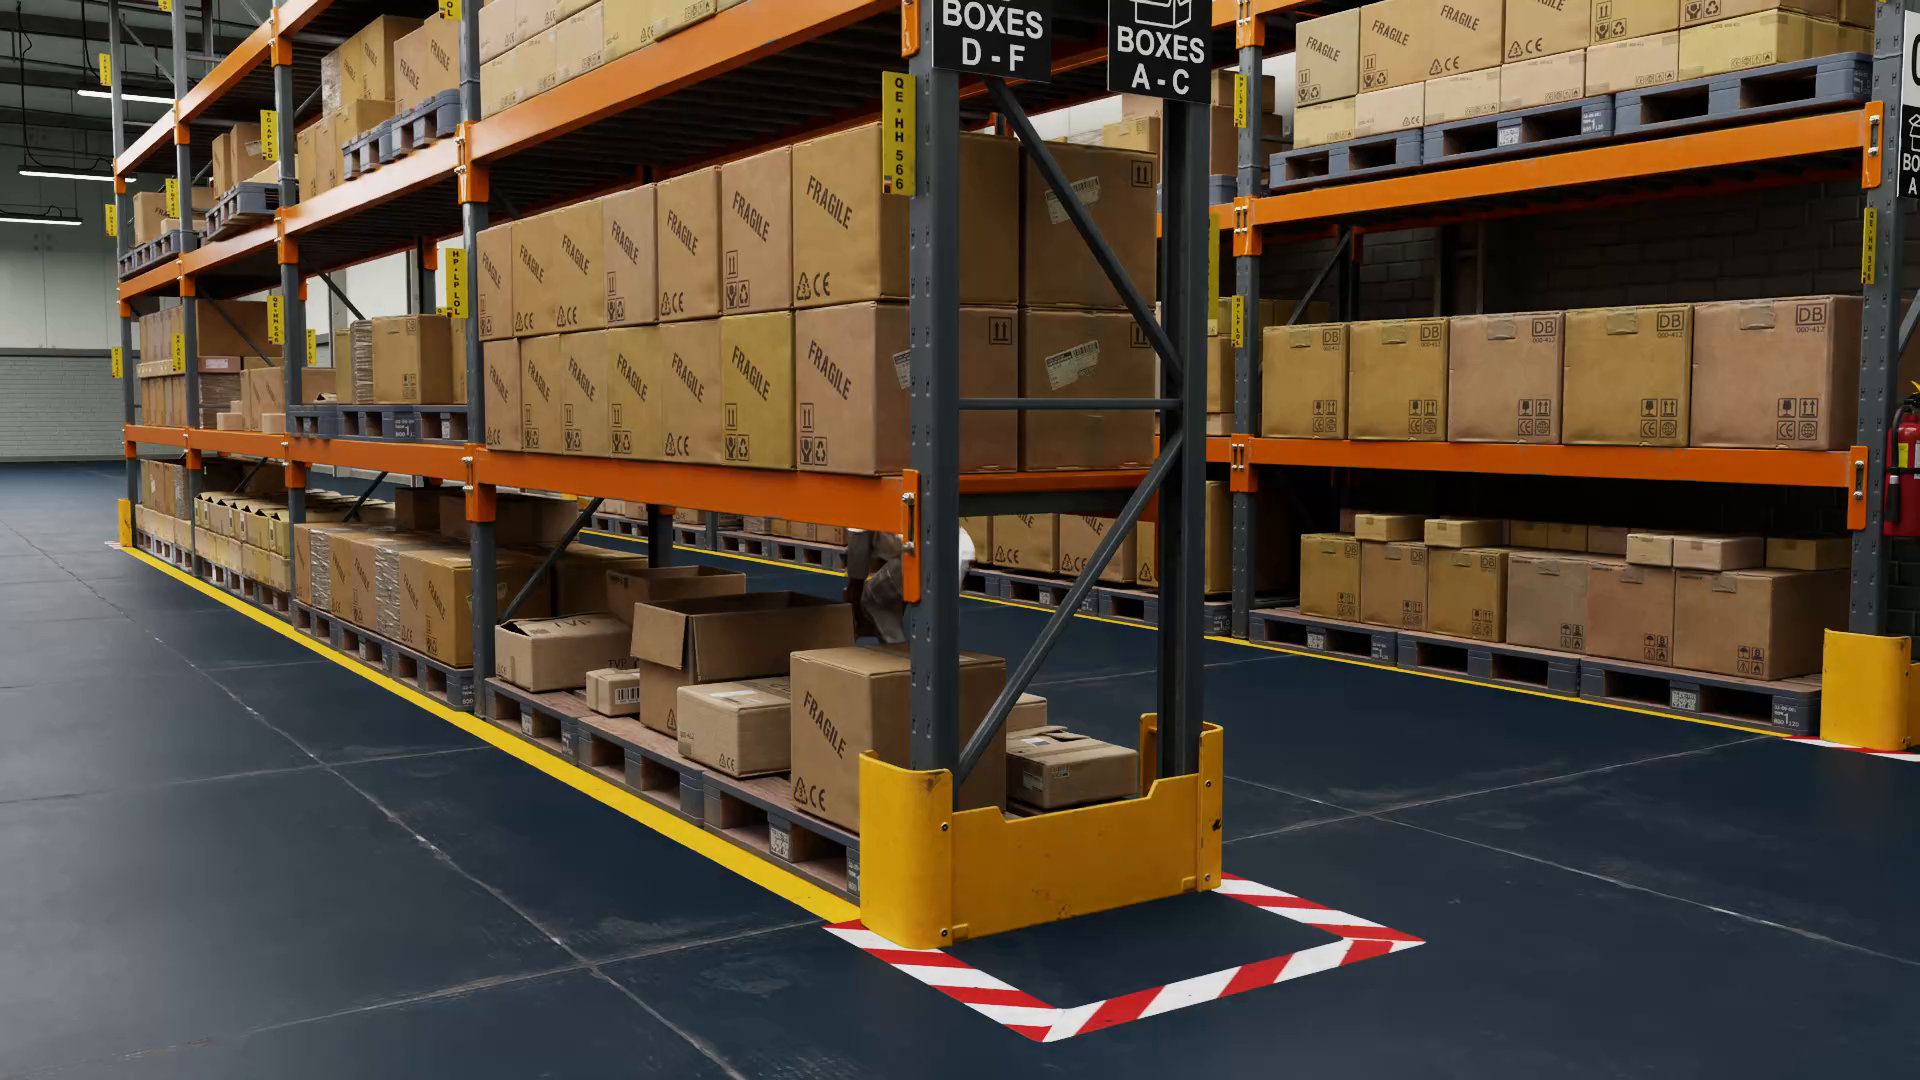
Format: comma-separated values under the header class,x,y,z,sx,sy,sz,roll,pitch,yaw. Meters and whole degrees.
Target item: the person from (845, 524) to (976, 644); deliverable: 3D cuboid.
class,x,y,z,sx,sy,sz,roll,pitch,yaw
person,-0.331,0.266,9.207,0.548,1.002,0.972,-3,6,-36
